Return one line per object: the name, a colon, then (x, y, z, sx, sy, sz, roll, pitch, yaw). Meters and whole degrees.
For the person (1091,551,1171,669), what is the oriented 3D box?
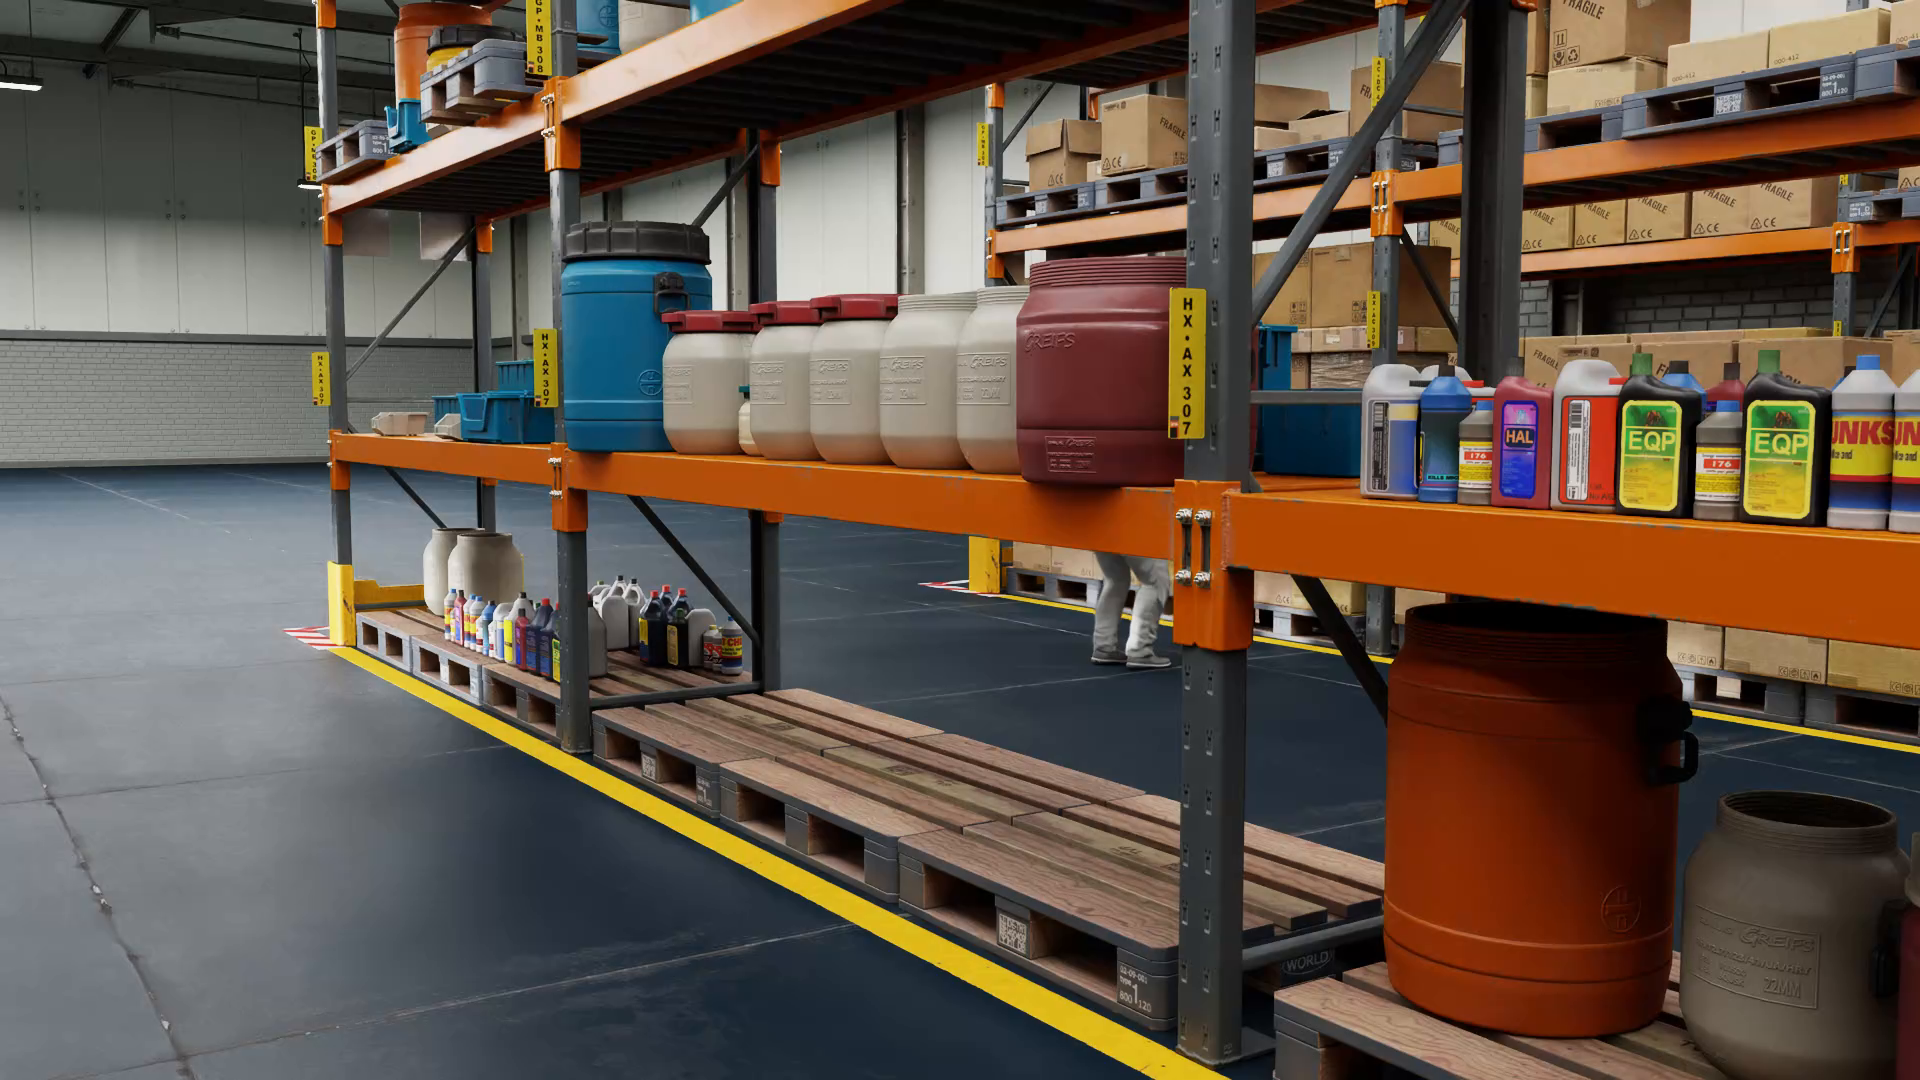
person: (1.058, -0.049, 9.484, 0.708, 1.536, 0.439, -3, 6, -35)
